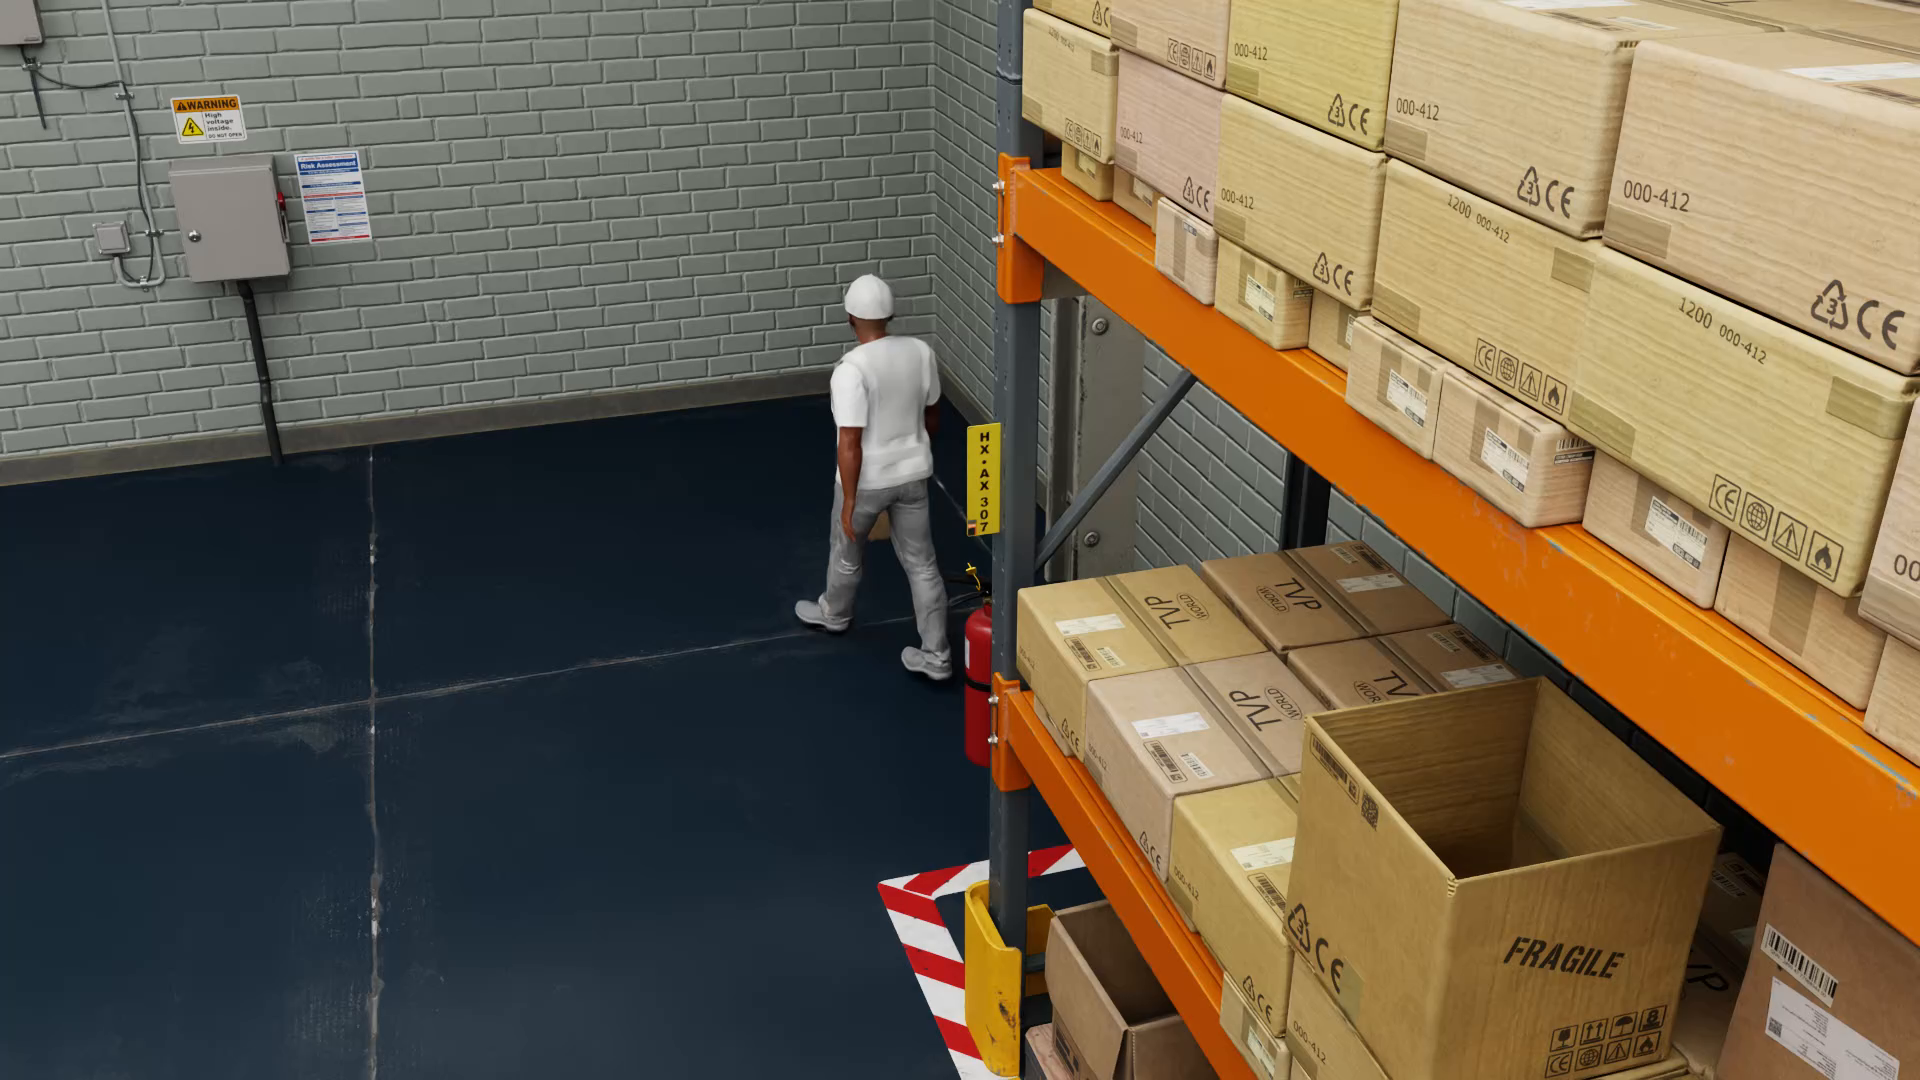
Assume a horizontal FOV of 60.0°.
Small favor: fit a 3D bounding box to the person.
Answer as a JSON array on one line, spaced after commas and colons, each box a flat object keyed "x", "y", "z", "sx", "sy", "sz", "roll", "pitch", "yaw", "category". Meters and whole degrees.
[{"x": -0.339, "y": -0.304, "z": 7.179, "sx": 0.615, "sy": 1.709, "sz": 0.967, "roll": -15, "pitch": 30, "yaw": -28, "category": "person"}]
